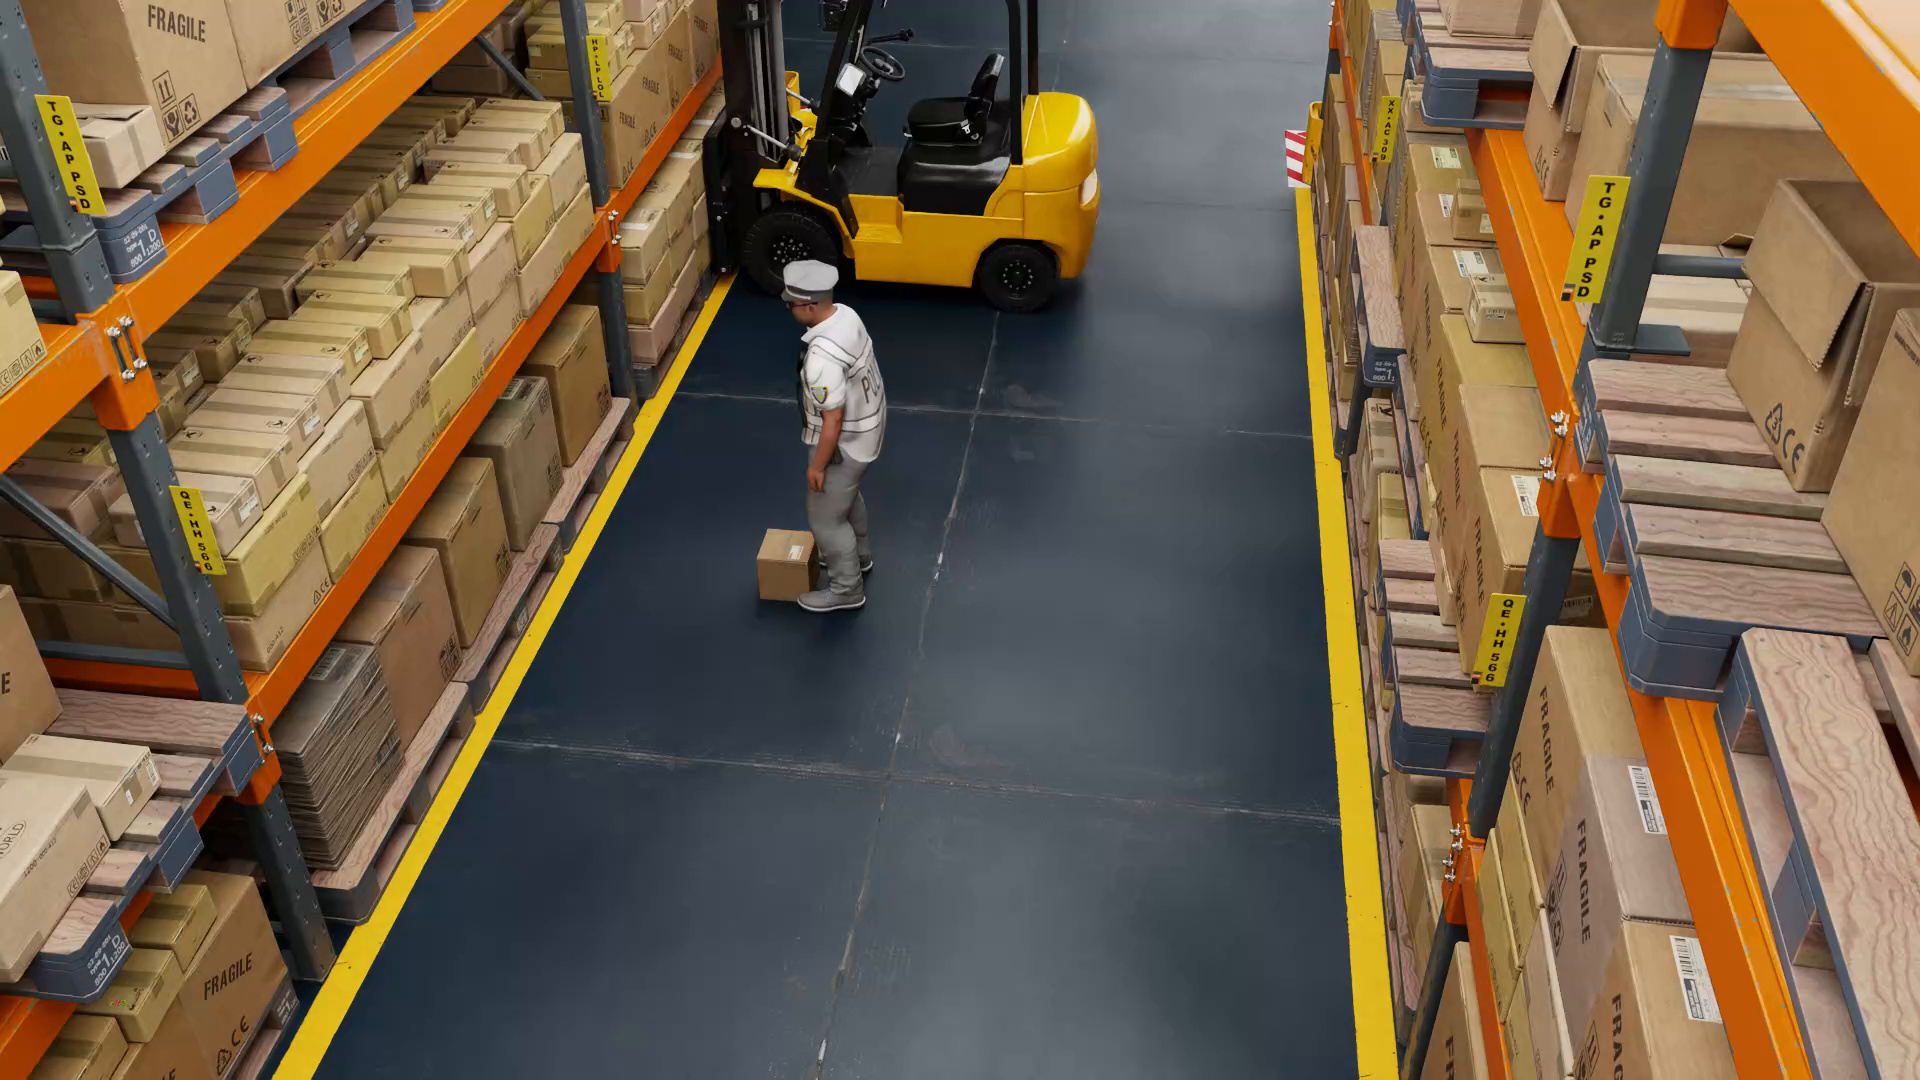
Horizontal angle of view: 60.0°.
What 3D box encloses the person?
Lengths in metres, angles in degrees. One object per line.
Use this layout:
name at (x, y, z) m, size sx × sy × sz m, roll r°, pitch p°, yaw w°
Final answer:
person at (-0.564, -0.469, 7.682) m, size 0.439 × 1.747 × 0.585 m, roll 4°, pitch 36°, yaw 6°
